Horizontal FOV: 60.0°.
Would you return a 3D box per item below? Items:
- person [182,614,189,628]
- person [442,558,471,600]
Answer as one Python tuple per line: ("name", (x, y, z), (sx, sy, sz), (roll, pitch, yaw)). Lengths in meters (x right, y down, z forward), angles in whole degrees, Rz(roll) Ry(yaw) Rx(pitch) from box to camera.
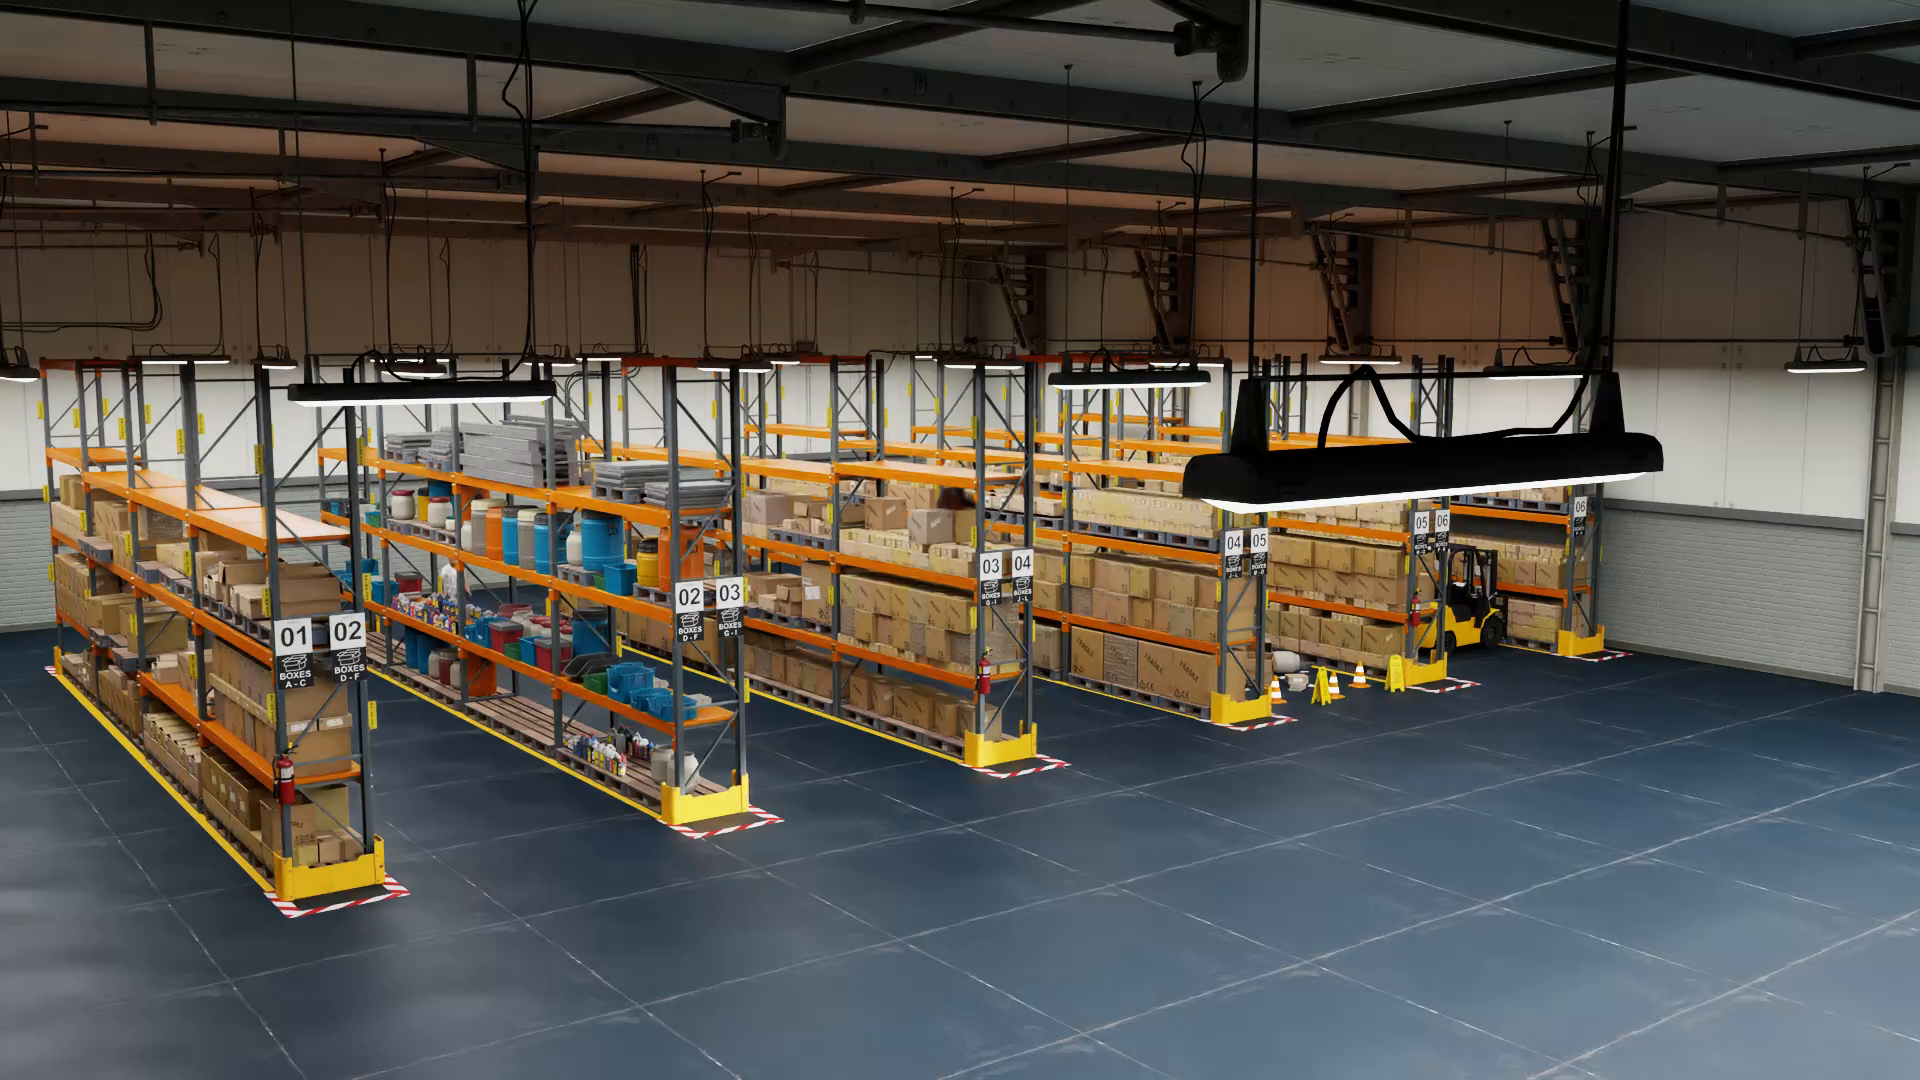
("person", (-15.211, 1.287, 32.834), (0.454, 1.000, 0.484), (5, 8, 35))
("person", (-11.041, 1.146, 36.295), (0.627, 1.677, 1.086), (-6, 9, -40))
